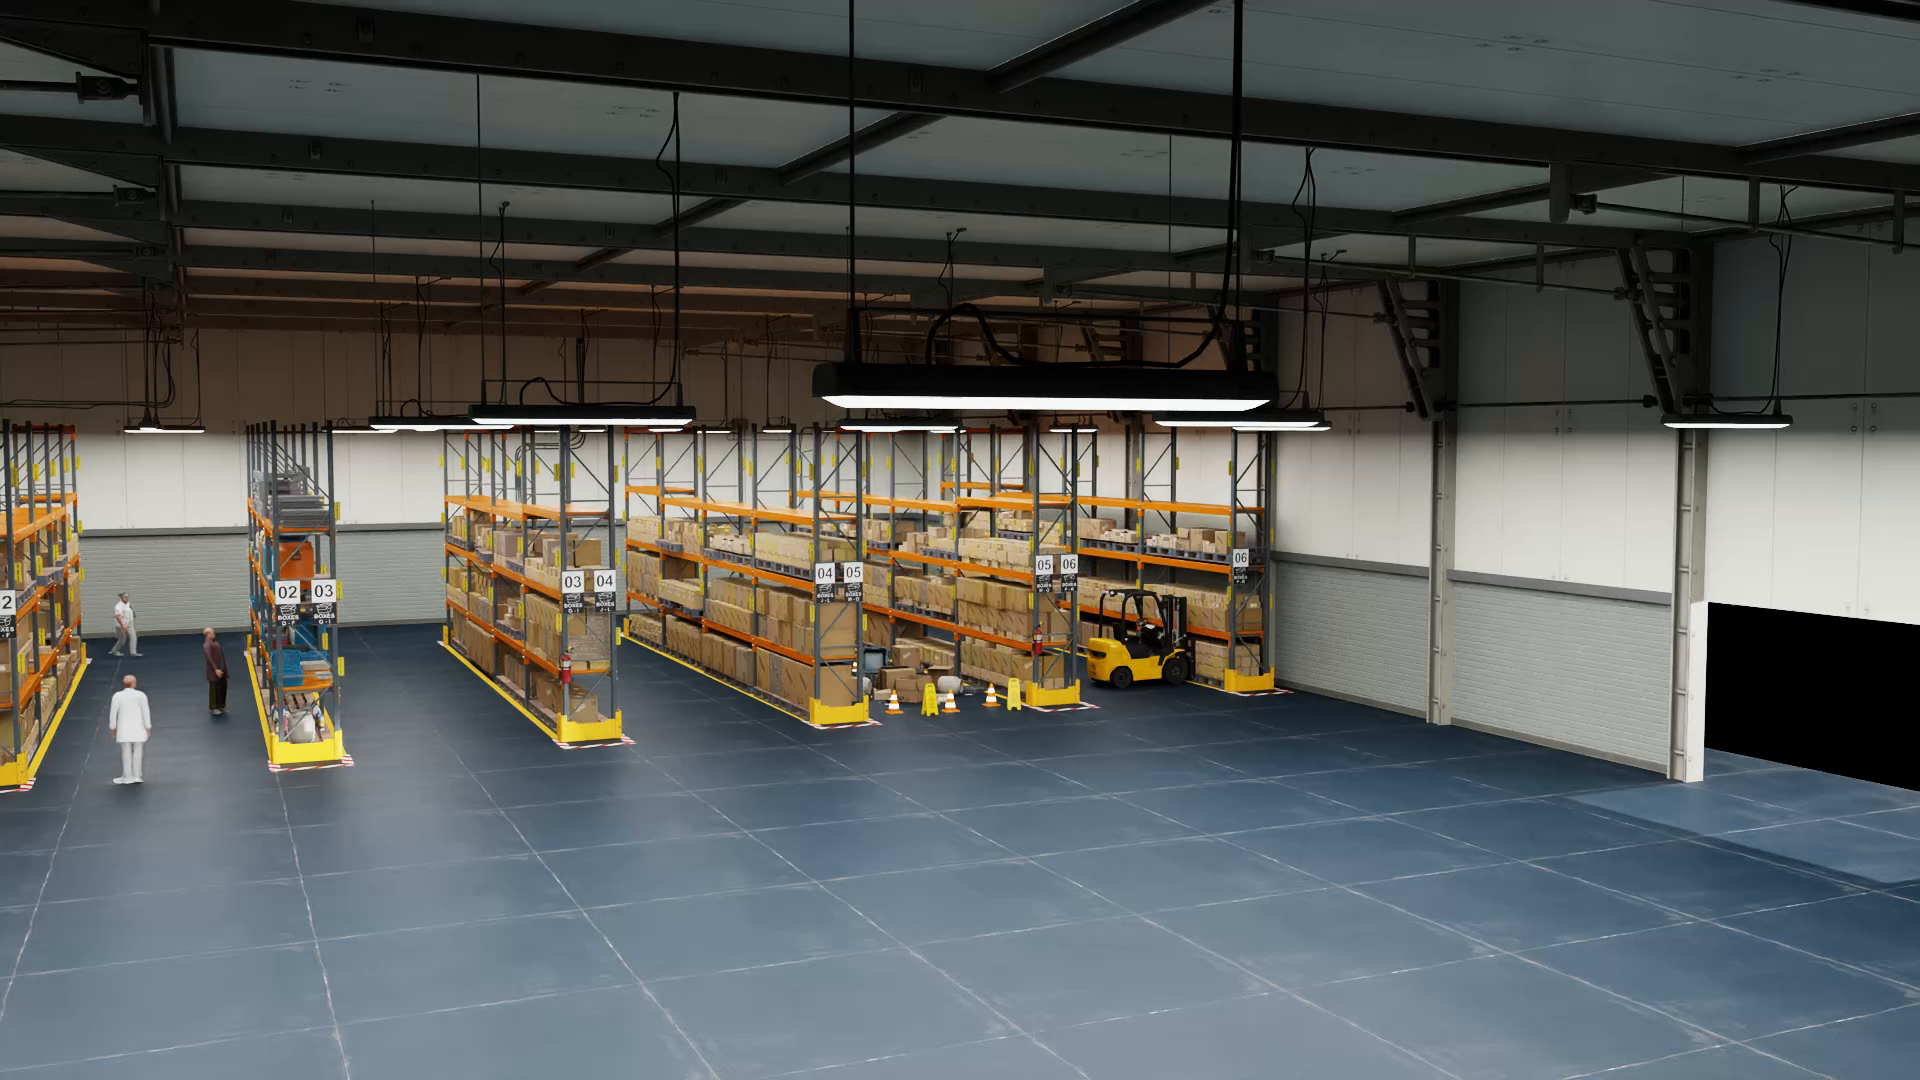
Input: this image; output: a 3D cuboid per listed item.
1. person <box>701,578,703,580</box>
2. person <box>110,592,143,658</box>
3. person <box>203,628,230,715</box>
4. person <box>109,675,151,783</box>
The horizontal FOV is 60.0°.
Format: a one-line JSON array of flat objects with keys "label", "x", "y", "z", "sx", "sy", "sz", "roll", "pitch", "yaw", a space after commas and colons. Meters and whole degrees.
[{"label": "person", "x": -7.567, "y": 1.850, "z": 48.537, "sx": 0.494, "sy": 1.705, "sz": 0.496, "roll": -2, "pitch": 4, "yaw": -27}, {"label": "person", "x": -21.546, "y": 2.185, "z": 42.842, "sx": 0.913, "sy": 1.716, "sz": 0.581, "roll": 1, "pitch": 4, "yaw": 18}, {"label": "person", "x": -15.320, "y": 2.717, "z": 34.307, "sx": 0.582, "sy": 1.829, "sz": 0.676, "roll": 1, "pitch": 4, "yaw": 15}, {"label": "person", "x": -13.678, "y": 3.125, "z": 27.416, "sx": 0.645, "sy": 1.807, "sz": 0.435, "roll": -1, "pitch": 4, "yaw": -18}]
